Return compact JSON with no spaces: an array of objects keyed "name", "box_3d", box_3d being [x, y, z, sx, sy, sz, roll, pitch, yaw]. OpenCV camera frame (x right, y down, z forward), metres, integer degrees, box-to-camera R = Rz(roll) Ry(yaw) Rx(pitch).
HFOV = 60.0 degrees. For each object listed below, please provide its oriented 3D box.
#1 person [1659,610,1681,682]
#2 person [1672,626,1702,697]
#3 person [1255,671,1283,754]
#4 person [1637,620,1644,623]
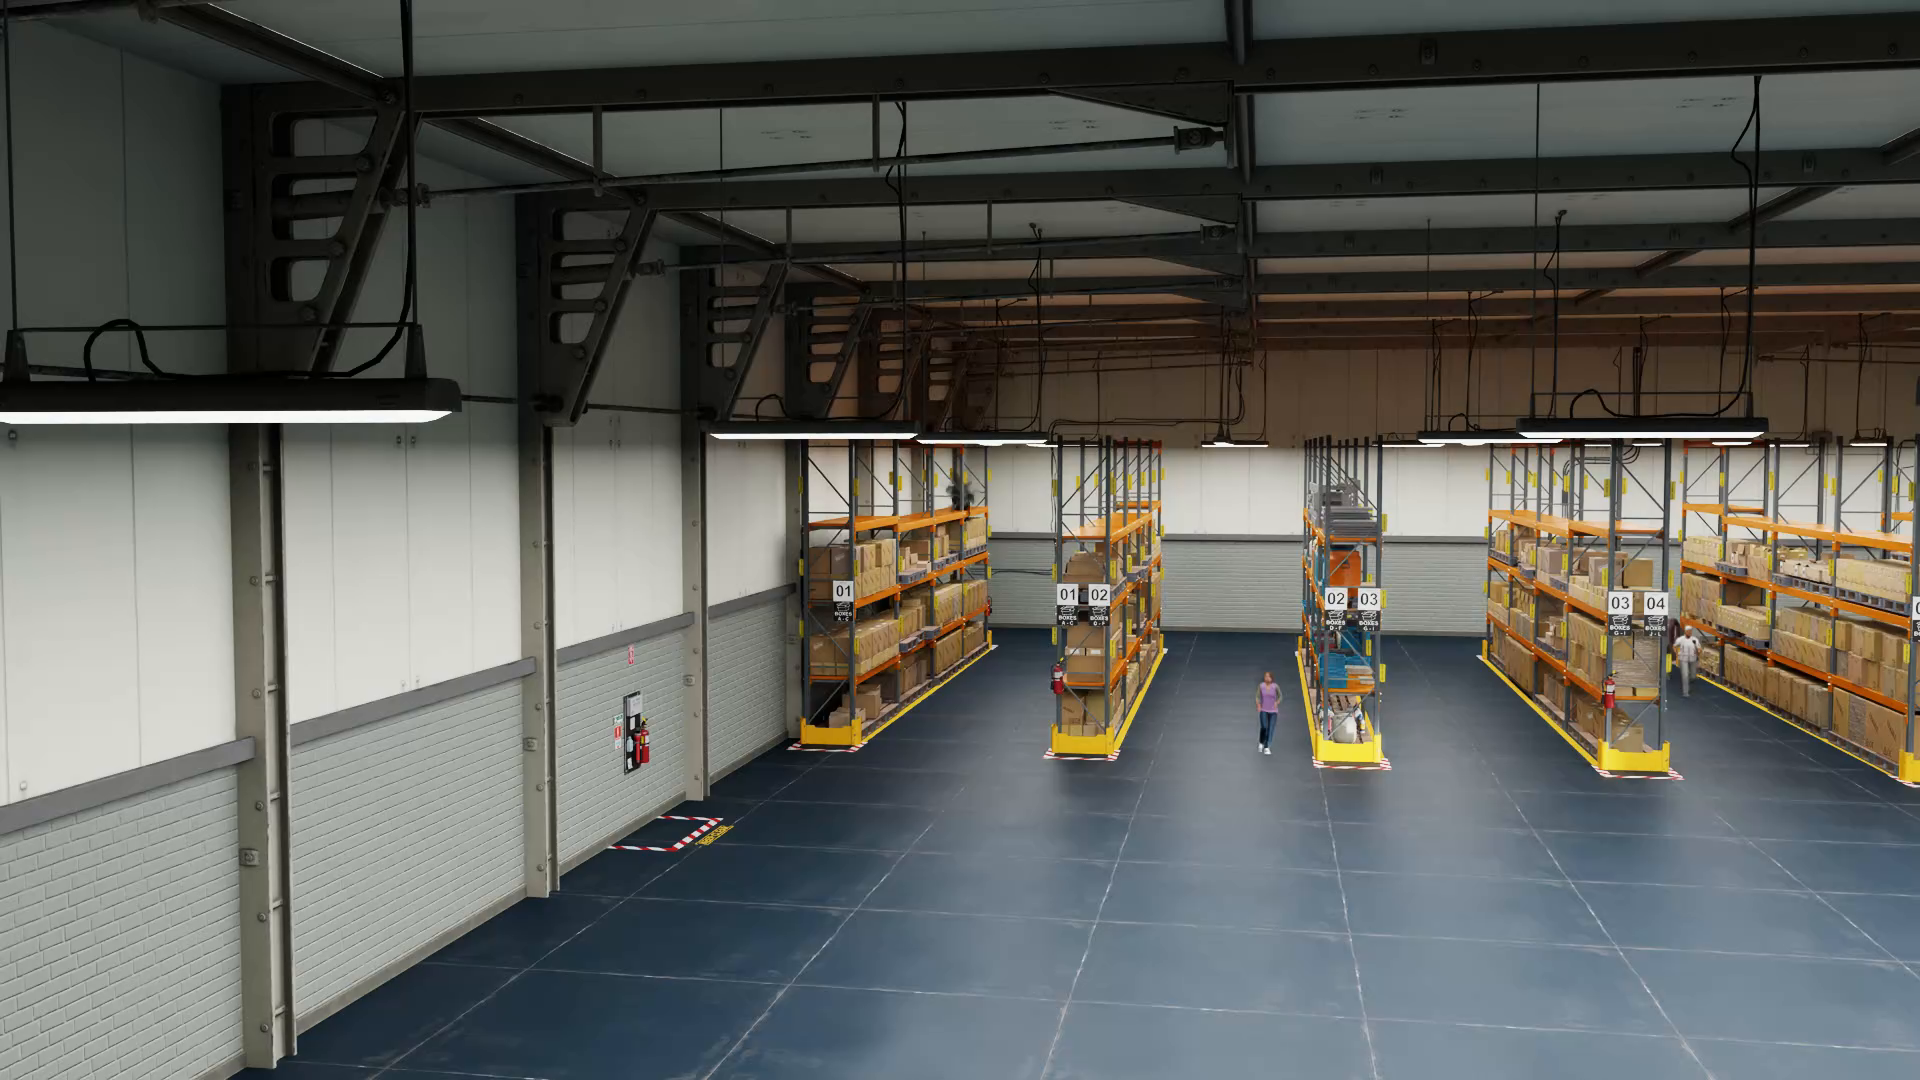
[{"name":"person","box_3d":[17.542,2.608,41.292,0.751,1.783,0.894,0,3,8]},{"name":"person","box_3d":[16.926,2.812,38.701,0.620,1.632,0.803,1,3,13]},{"name":"person","box_3d":[5.807,3.258,31.308,0.531,1.541,0.515,1,3,13]},{"name":"person","box_3d":[17.739,2.553,43.013,0.581,1.655,0.964,0,3,9]}]
